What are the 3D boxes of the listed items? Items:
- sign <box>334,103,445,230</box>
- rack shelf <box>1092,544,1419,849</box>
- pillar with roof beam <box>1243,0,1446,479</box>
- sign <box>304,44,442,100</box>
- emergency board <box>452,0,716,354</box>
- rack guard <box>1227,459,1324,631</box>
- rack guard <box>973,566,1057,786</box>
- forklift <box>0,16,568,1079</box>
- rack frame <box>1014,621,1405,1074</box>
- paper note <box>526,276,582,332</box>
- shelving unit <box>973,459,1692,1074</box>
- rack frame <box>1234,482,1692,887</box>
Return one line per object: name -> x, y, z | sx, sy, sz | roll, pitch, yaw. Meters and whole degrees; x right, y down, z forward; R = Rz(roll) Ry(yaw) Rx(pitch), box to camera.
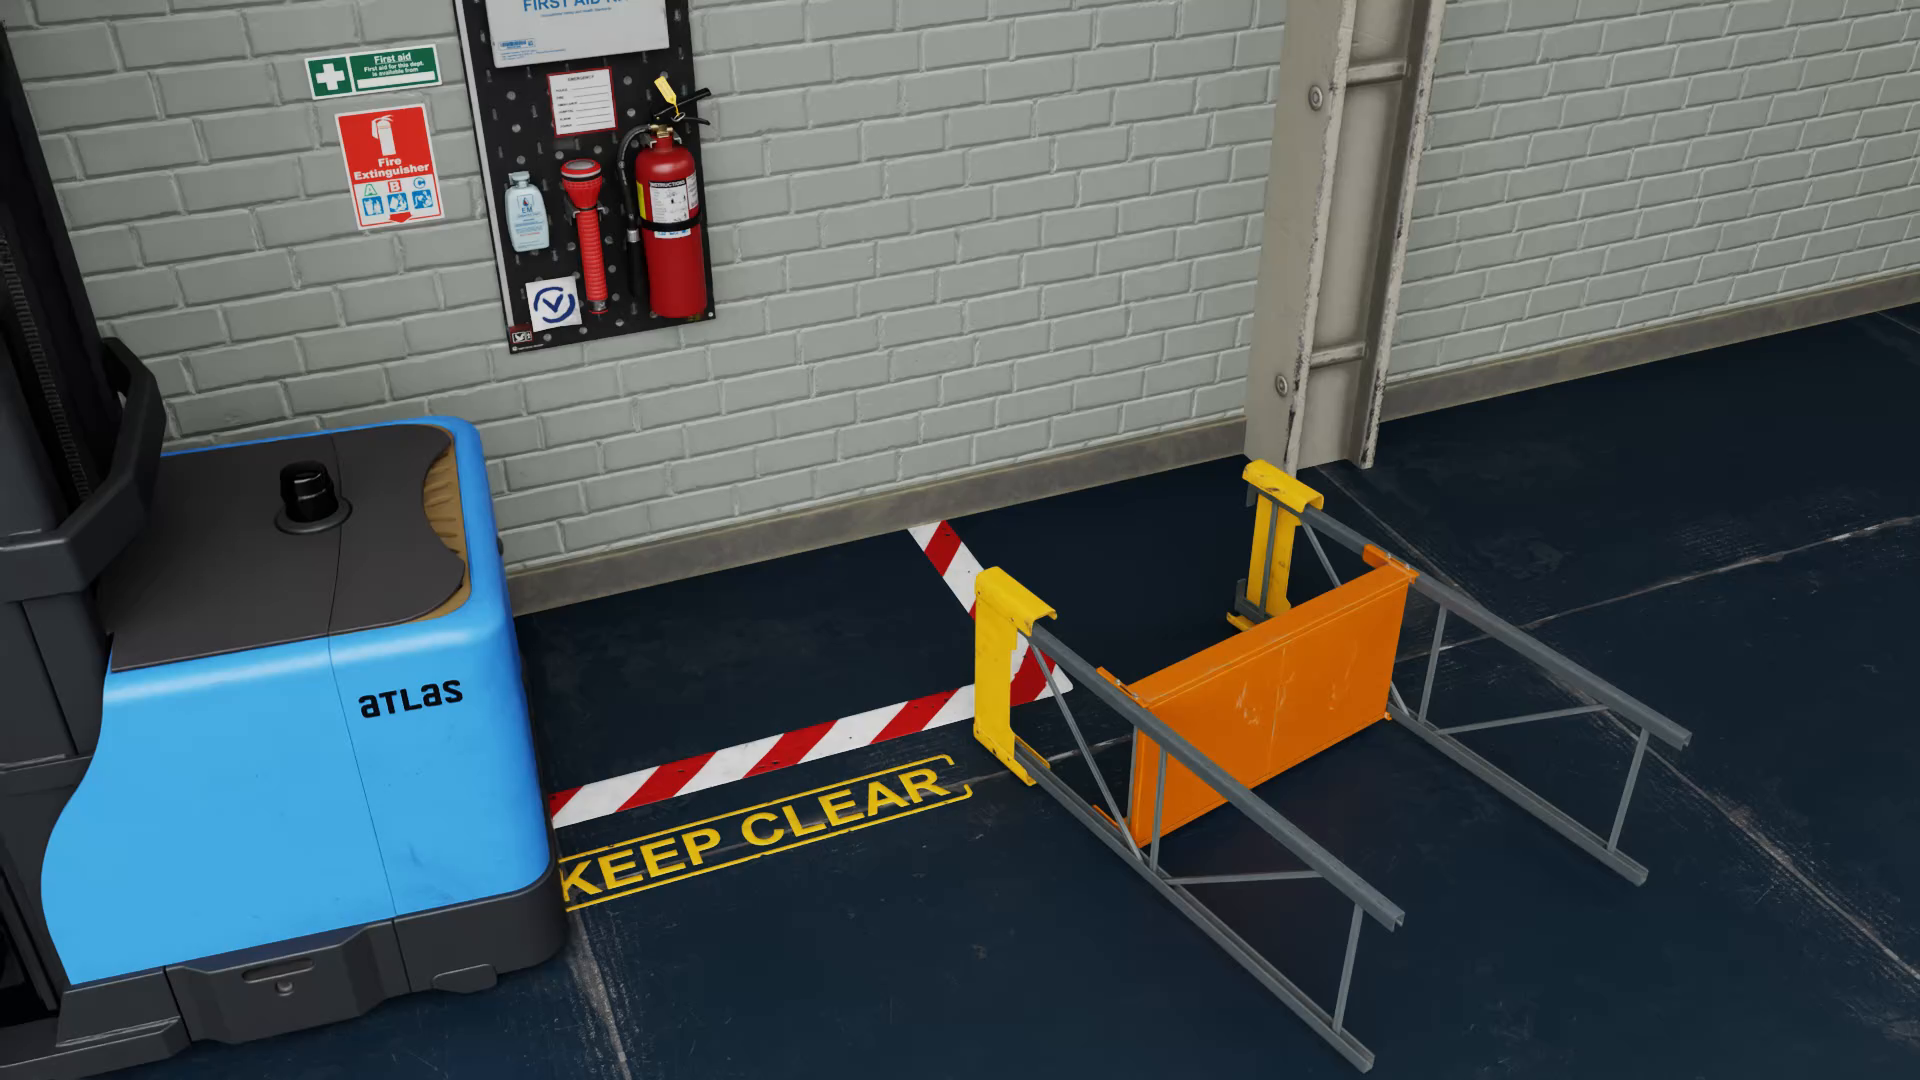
sign -> -1.548, -1.014, 4.525 | 0.234, 0.329, 0.001 | -13, 35, -19
rack shelf -> 0.804, 0.424, 4.535 | 1.000, 0.538, 0.185 | -21, 39, -29
pillar with roof beam -> 2.961, -1.916, 0.443 | 0.400, 9.000, 9.100 | -13, 35, -19
sign -> -1.541, -1.232, 4.375 | 0.331, 0.109, 0.001 | -13, 35, -19
emergency board -> -0.999, -1.064, 4.634 | 0.643, 1.169, 0.194 | -13, 35, -19
rack guard -> 0.958, 0.064, 5.084 | 0.087, 0.587, 0.250 | -21, 39, -29
rack guard -> 0.147, 0.380, 4.599 | 0.087, 0.587, 0.250 | -21, 39, -29
forklift -> -2.546, -0.177, 3.335 | 3.031, 2.935, 1.130 | -10, 34, -14
rack frame -> 0.495, 0.666, 4.165 | 0.032, 0.500, 1.500 | -21, 39, -29
paper note -> -1.189, -0.692, 4.870 | 0.142, 0.148, 0.016 | -13, 35, -19
shelving unit -> 0.916, 0.502, 4.417 | 1.083, 0.587, 1.500 | -21, 39, -29
rack frame -> 1.322, 0.344, 4.660 | 0.032, 0.500, 1.500 | -21, 39, -29
